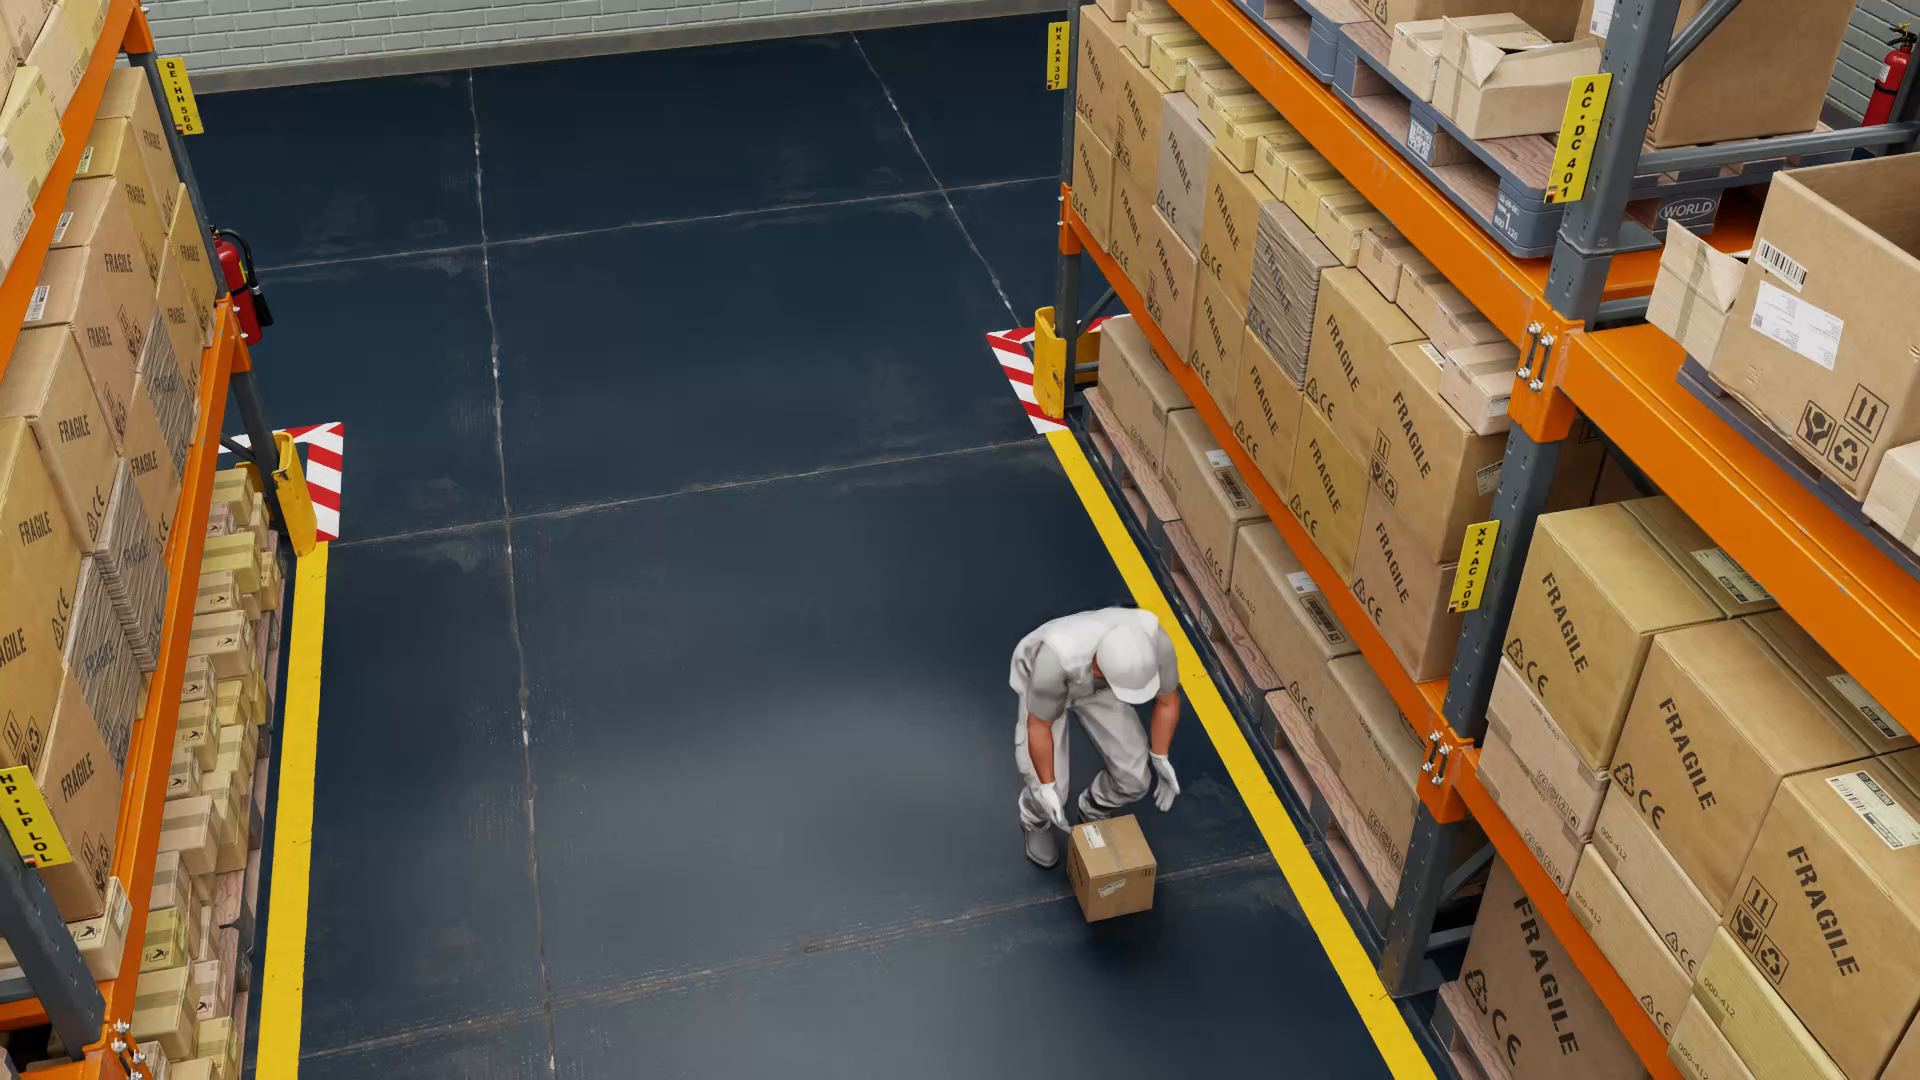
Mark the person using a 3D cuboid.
[{"bbox_3d":[0.495,0.683,6.171,0.585,1.354,0.793,-9,39,-12],"label":"person"}]
